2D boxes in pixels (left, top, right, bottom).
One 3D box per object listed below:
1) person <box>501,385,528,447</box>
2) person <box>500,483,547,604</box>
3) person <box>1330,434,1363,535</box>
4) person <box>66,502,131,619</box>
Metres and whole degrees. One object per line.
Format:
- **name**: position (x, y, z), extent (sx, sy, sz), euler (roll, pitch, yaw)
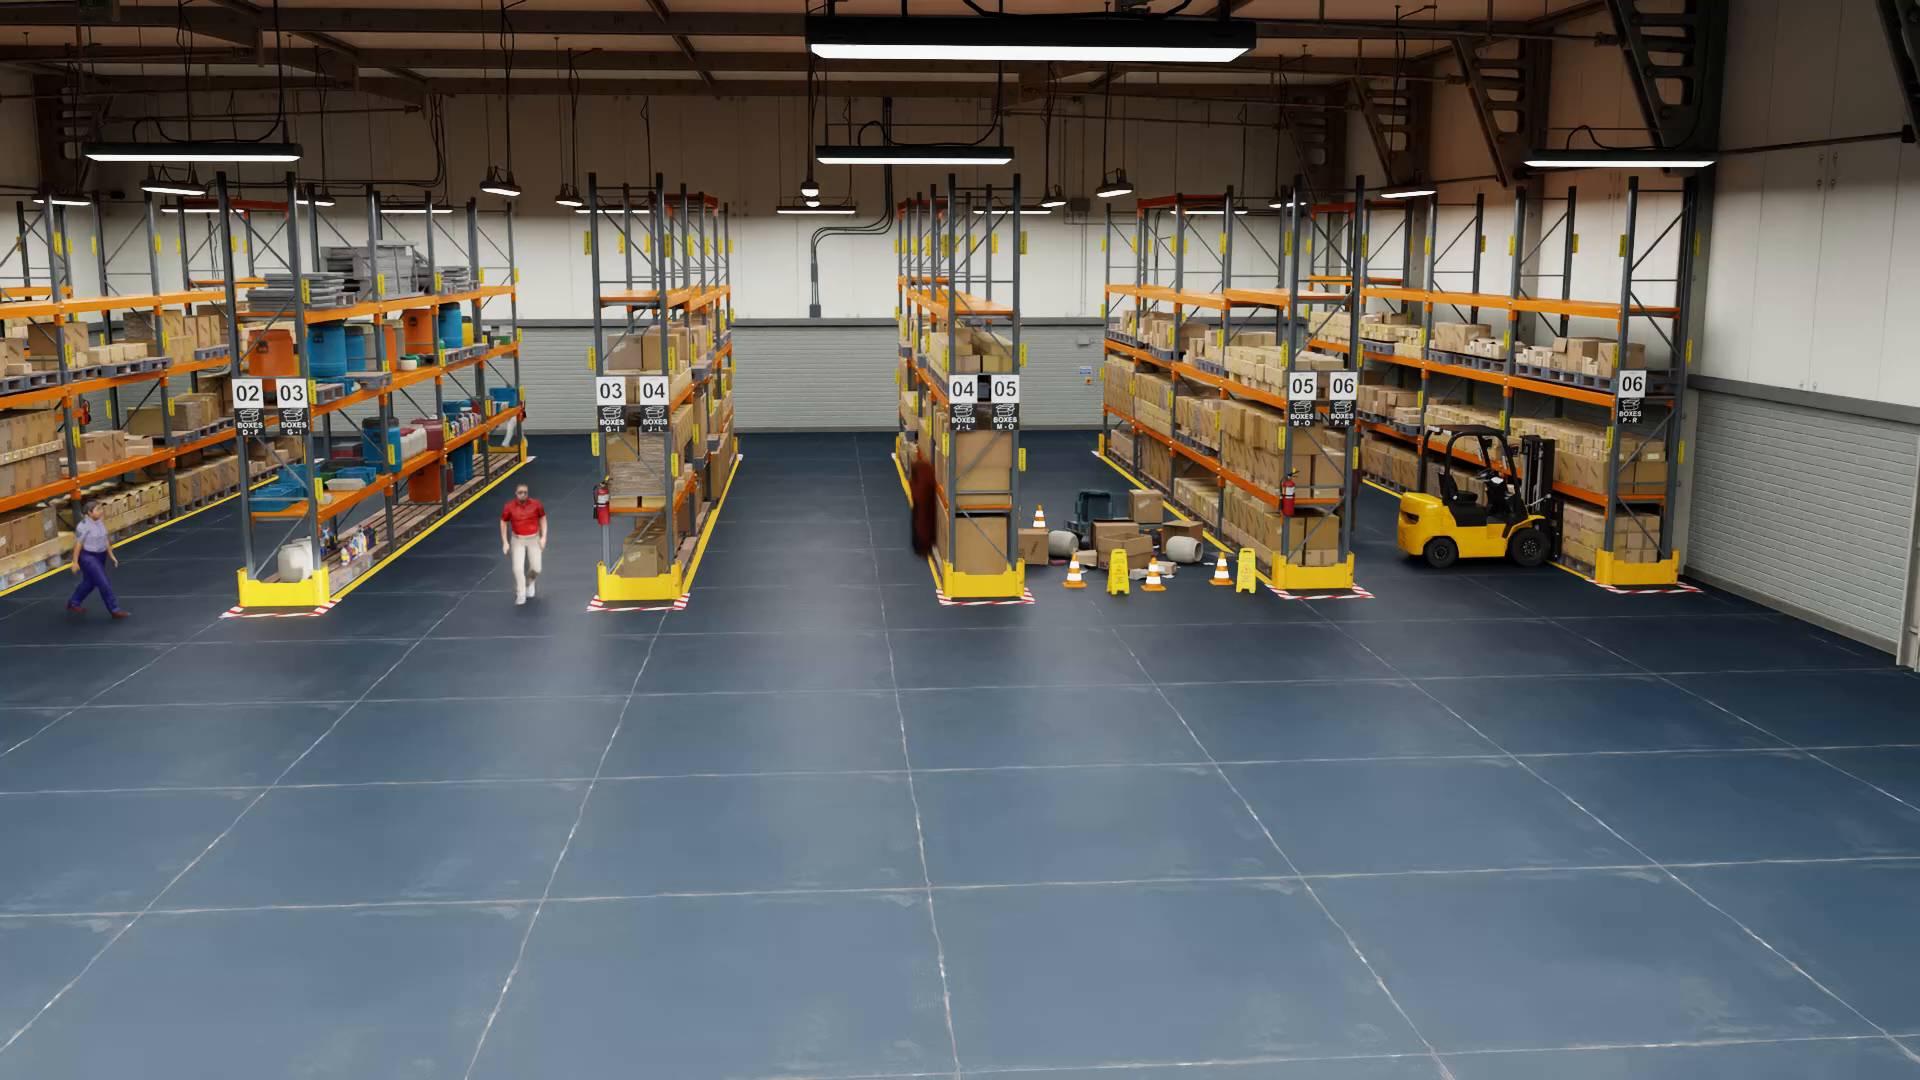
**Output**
- **person**: position (-11.114, -3.040, 41.099), extent (0.420, 1.604, 1.062), euler (7, 12, 34)
- **person**: position (-6.217, 0.024, 23.721), extent (0.635, 1.712, 0.620), euler (-3, 10, -17)
- **person**: position (6.767, -0.959, 29.076), extent (0.632, 1.808, 0.468), euler (-5, 11, -28)
- **person**: position (-11.733, 0.269, 22.539), extent (1.019, 1.600, 0.534), euler (1, 10, 5)
